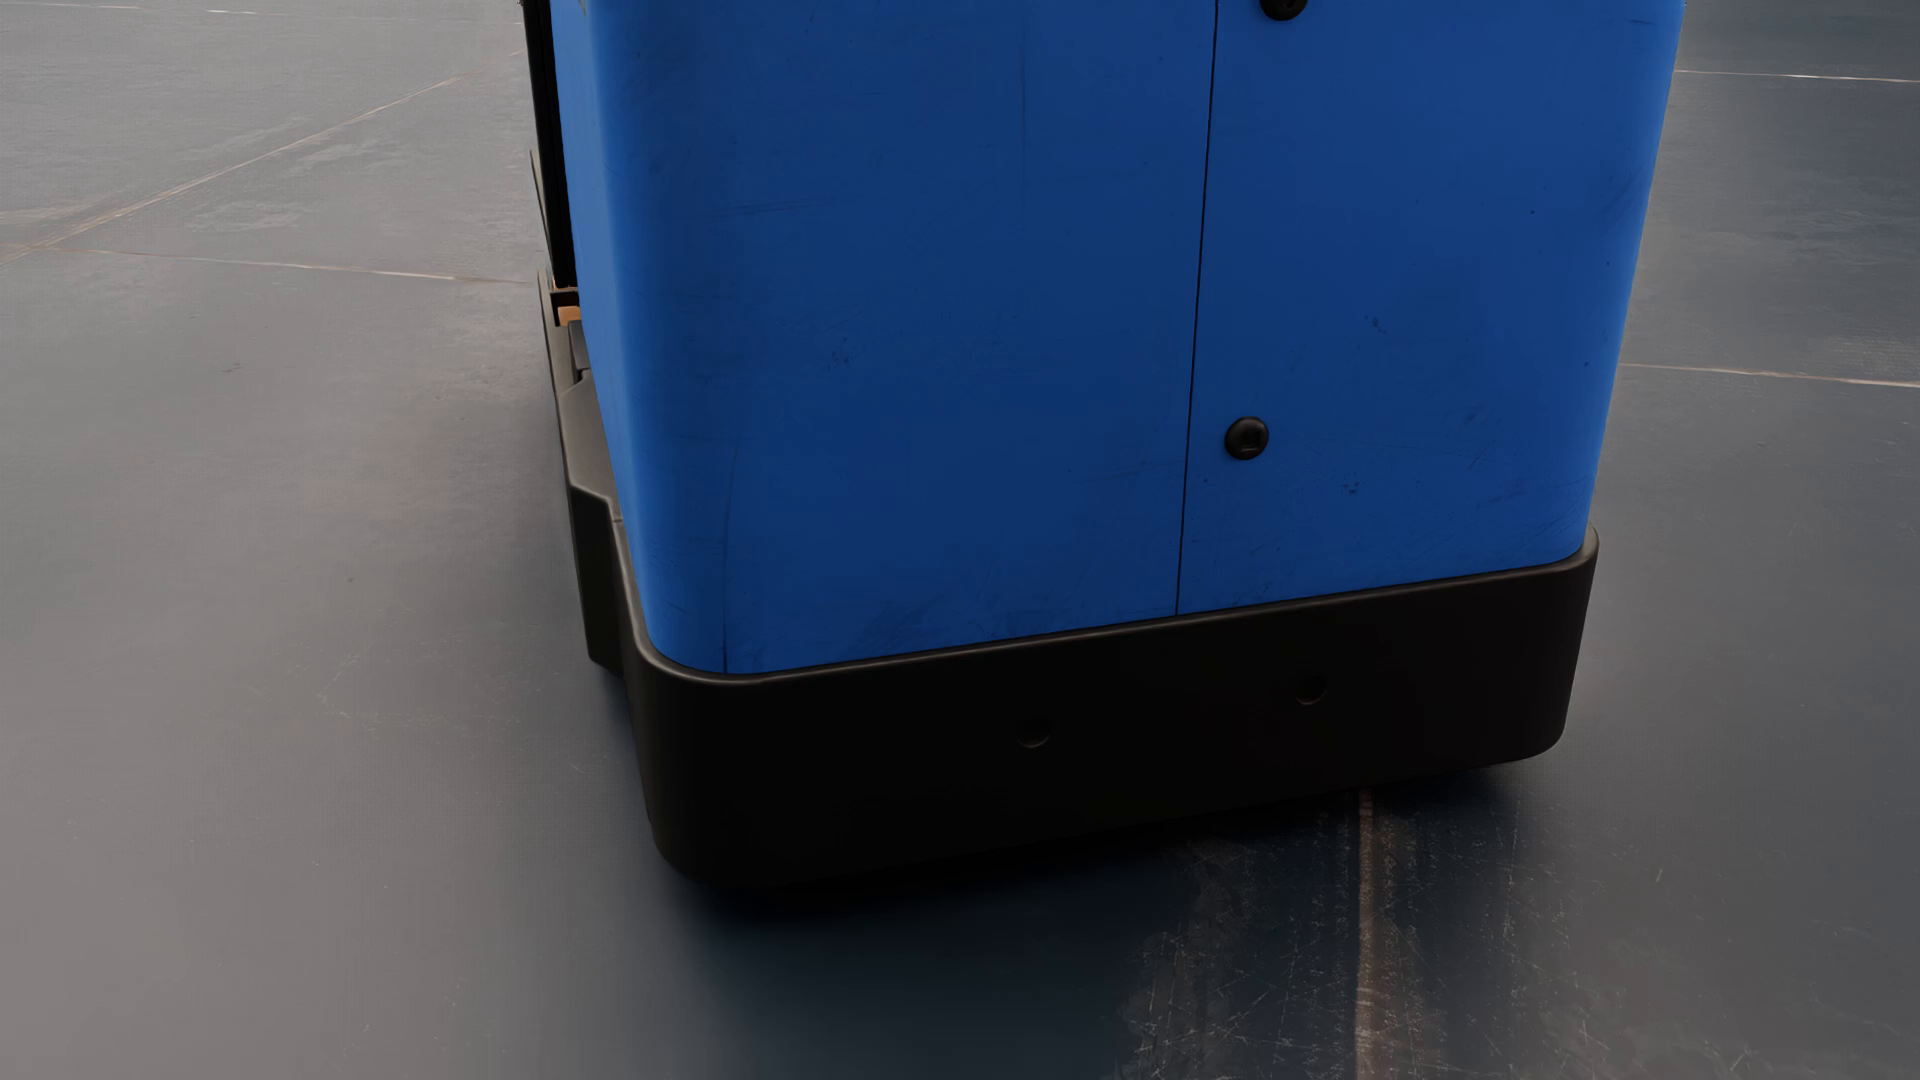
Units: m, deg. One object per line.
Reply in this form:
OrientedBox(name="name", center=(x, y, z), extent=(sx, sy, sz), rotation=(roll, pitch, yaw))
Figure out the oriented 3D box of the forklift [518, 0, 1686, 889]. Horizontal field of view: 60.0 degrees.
OrientedBox(name="forklift", center=(-0.181, -1.606, 2.430), extent=(1.130, 2.935, 3.031), rotation=(-7, 28, -14))
